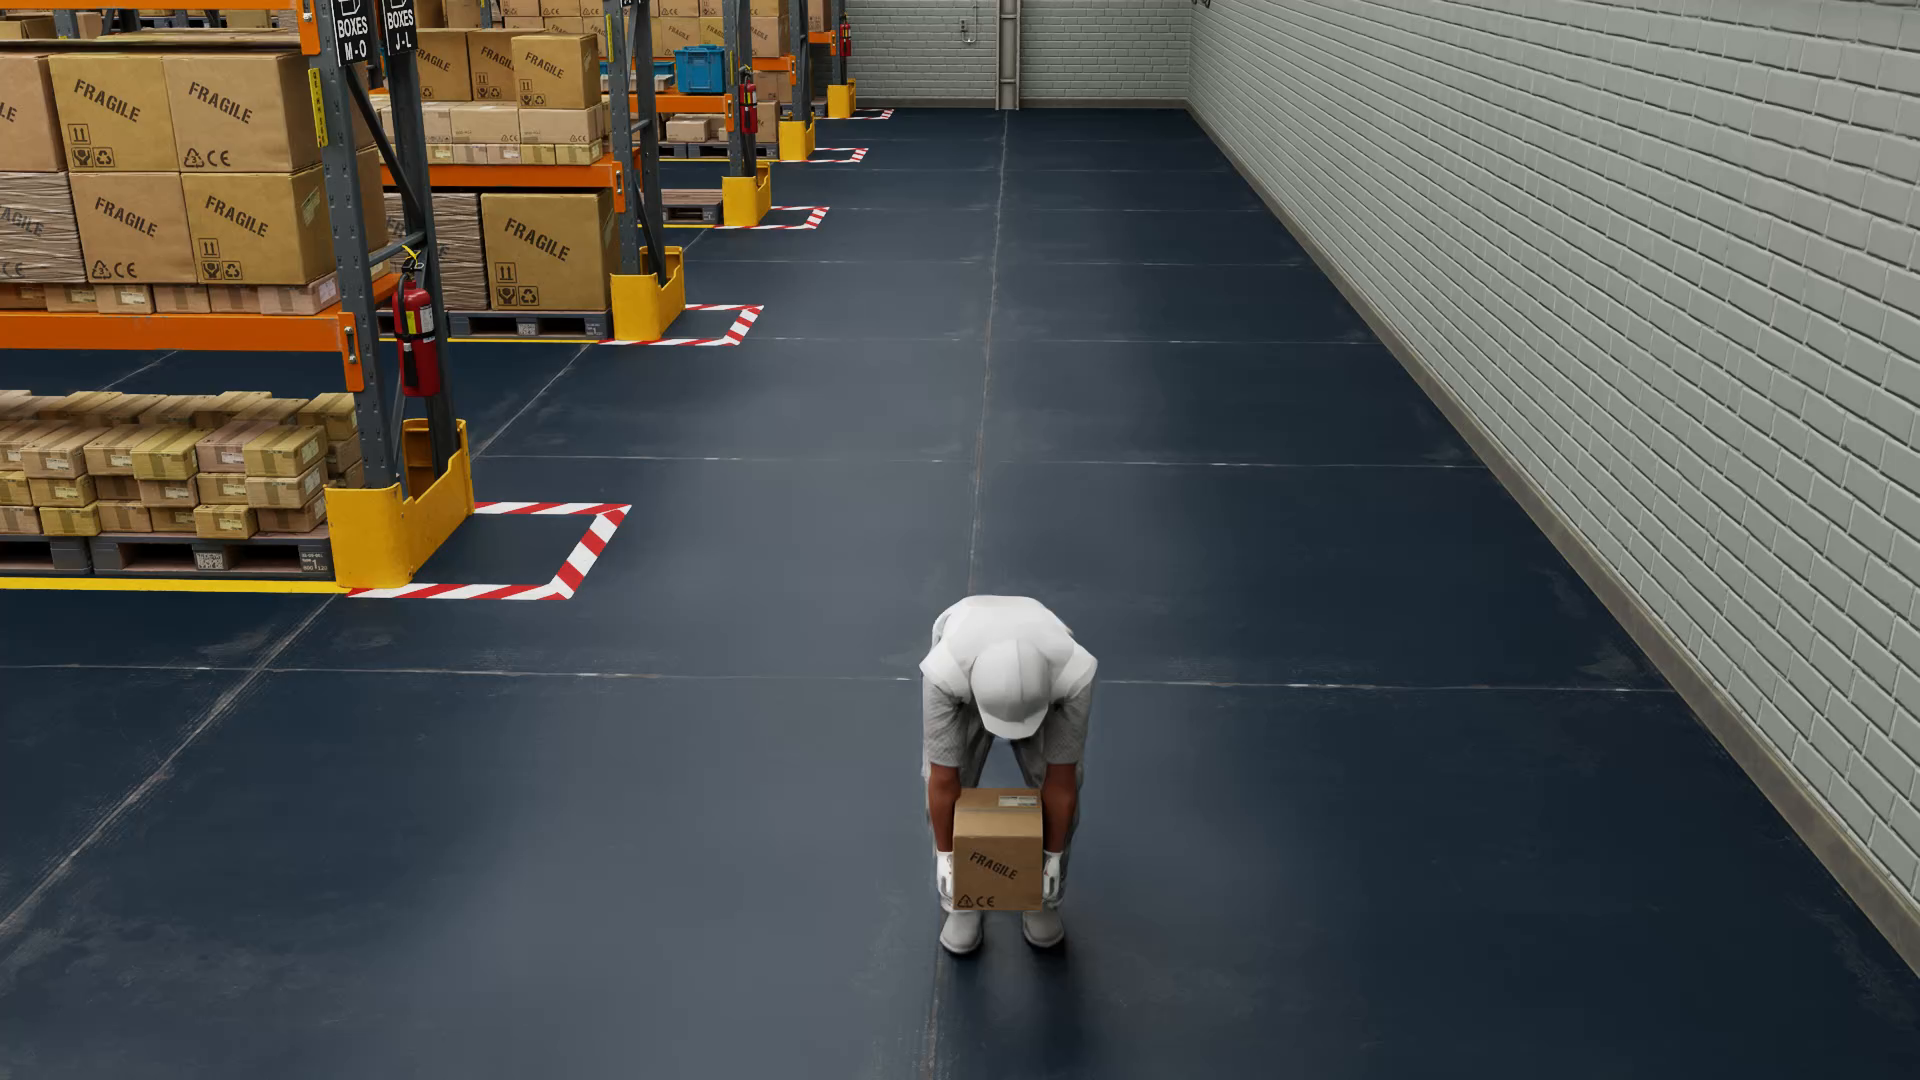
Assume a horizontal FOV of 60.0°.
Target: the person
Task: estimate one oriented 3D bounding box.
[{"bbox_3d":[0.136,0.538,4.854,0.504,0.864,0.953,0,21,0],"label":"person"}]
